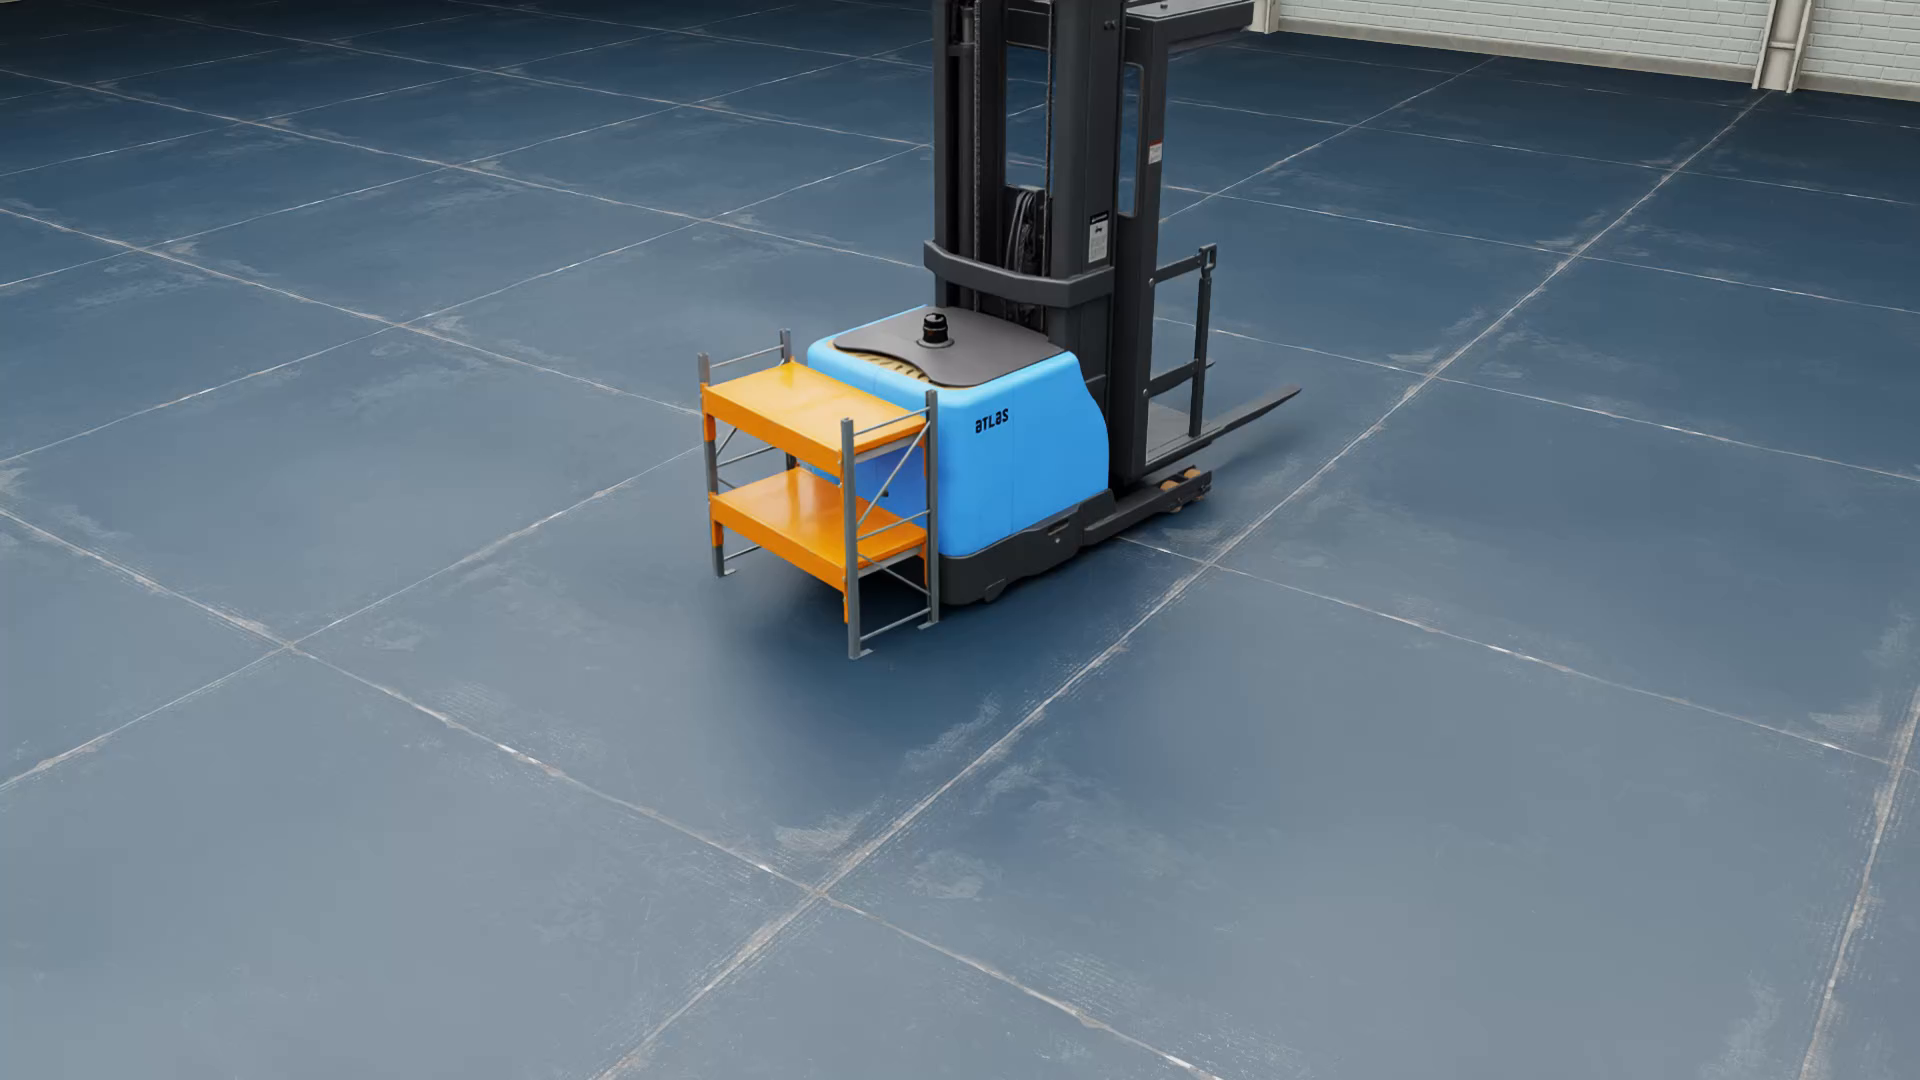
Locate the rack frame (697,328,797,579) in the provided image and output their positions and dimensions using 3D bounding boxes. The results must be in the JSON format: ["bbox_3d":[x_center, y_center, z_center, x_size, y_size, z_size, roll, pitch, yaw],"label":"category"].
[{"bbox_3d":[-0.977,-0.398,7.791,0.500,1.125,0.032,-23,35,-37],"label":"rack frame"}]

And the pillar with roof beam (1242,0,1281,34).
[{"bbox_3d":[1.291,-8.755,15.531,0.400,9.000,9.100,17,32,30],"label":"pillar with roof beam"}]

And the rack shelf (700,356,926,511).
[{"bbox_3d":[-0.633,-0.488,7.324,0.538,0.278,1.000,-23,35,-37],"label":"rack shelf"}]

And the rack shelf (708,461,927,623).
[{"bbox_3d":[-0.633,-0.010,7.568,0.538,0.278,1.000,-23,35,-37],"label":"rack shelf"}]

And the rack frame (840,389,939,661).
[{"bbox_3d":[-0.290,-0.058,7.123,0.500,1.125,0.032,-23,35,-37],"label":"rack frame"}]

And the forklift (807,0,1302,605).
[{"bbox_3d":[0.661,-1.587,8.138,1.130,2.935,3.031,24,35,38],"label":"forklift"}]

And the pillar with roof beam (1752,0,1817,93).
[{"bbox_3d":[6.236,-7.214,12.504,0.400,9.000,9.100,17,32,30],"label":"pillar with roof beam"}]

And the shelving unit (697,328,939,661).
[{"bbox_3d":[-0.633,-0.228,7.457,0.538,1.125,1.048,-23,35,-37],"label":"shelving unit"}]
